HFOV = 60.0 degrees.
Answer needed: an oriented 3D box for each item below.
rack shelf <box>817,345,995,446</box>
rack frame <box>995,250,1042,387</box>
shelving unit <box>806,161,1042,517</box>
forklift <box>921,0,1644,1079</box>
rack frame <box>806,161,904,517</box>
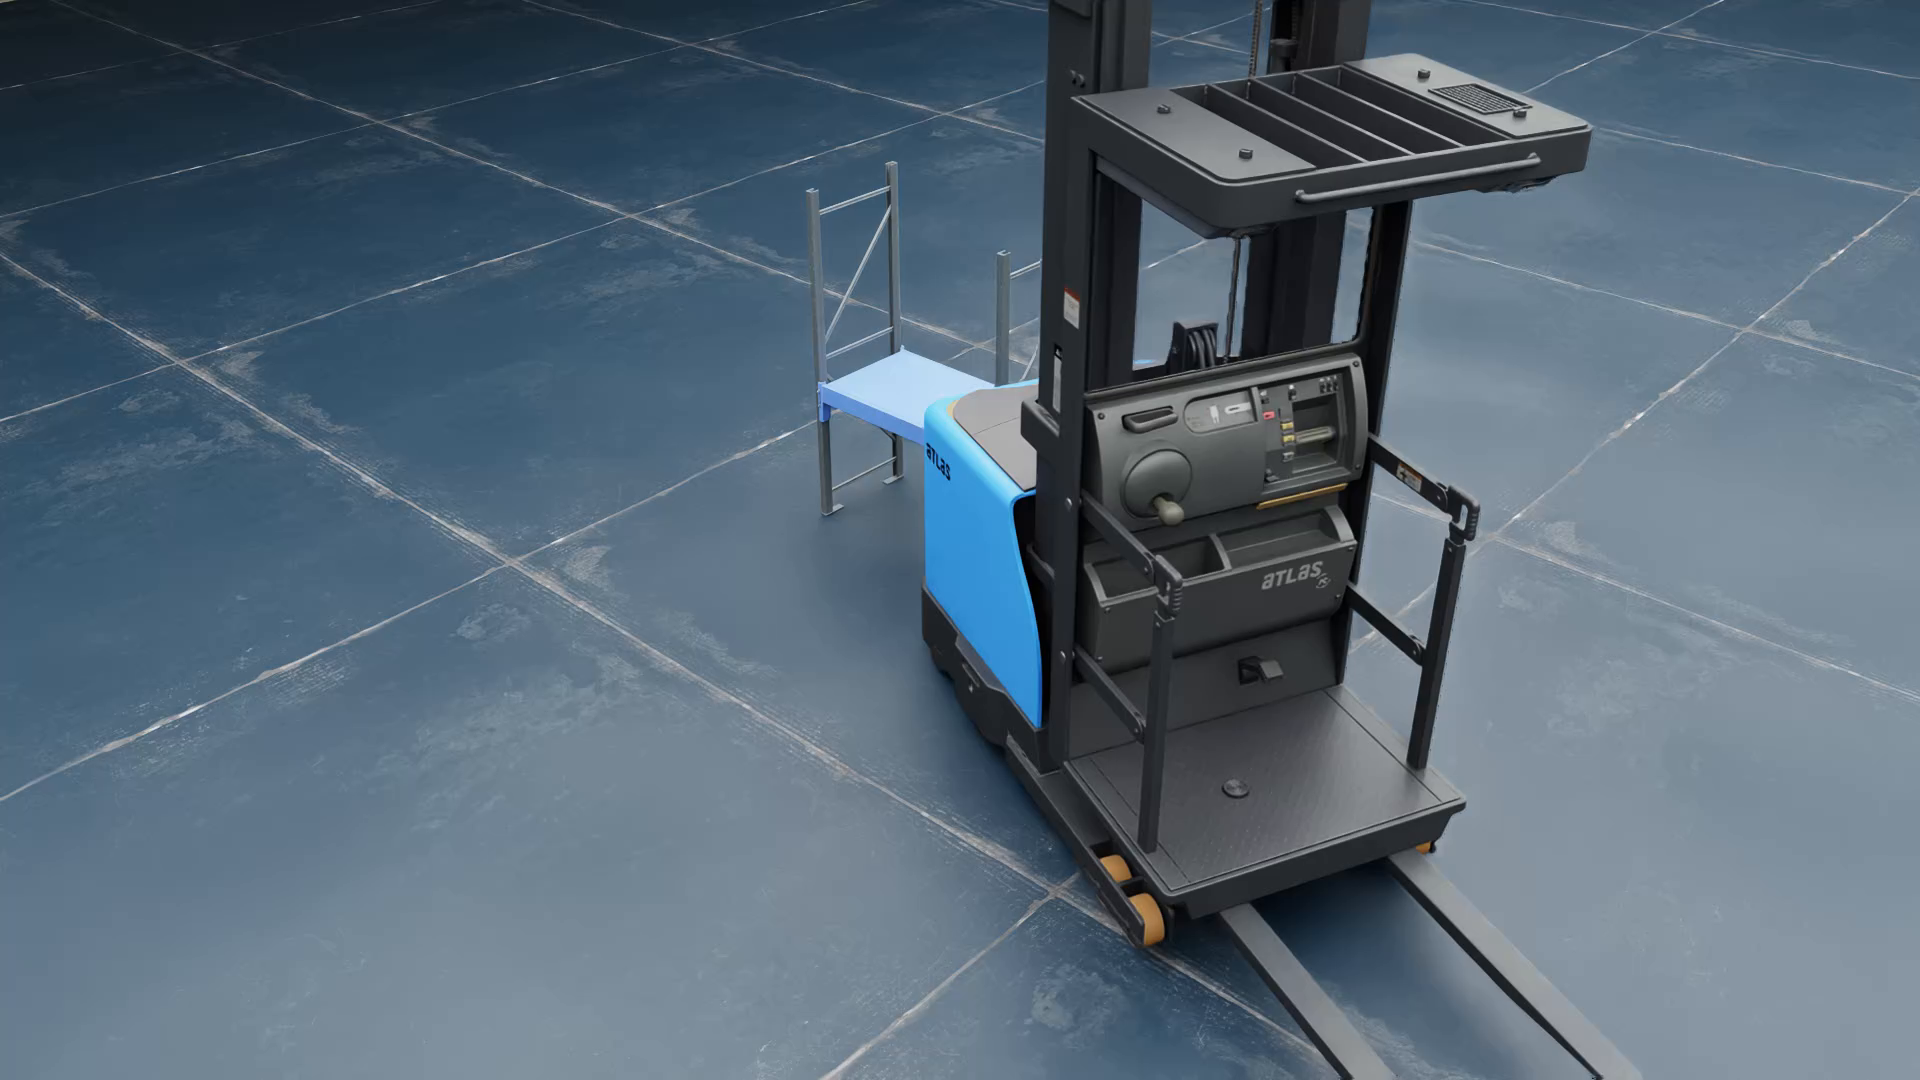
[{"bbox_3d":[-0.063,-0.518,7.005,1.000,0.185,0.538,25,39,35],"label":"rack shelf"},{"bbox_3d":[0.314,-0.496,6.620,0.032,1.500,0.500,25,39,35],"label":"rack frame"},{"bbox_3d":[-0.063,-0.672,6.912,1.048,1.500,0.538,25,39,35],"label":"shelving unit"},{"bbox_3d":[0.908,-0.247,4.819,1.130,2.935,3.031,-13,33,-20],"label":"forklift"},{"bbox_3d":[-0.440,-0.848,7.204,0.032,1.500,0.500,25,39,35],"label":"rack frame"}]
